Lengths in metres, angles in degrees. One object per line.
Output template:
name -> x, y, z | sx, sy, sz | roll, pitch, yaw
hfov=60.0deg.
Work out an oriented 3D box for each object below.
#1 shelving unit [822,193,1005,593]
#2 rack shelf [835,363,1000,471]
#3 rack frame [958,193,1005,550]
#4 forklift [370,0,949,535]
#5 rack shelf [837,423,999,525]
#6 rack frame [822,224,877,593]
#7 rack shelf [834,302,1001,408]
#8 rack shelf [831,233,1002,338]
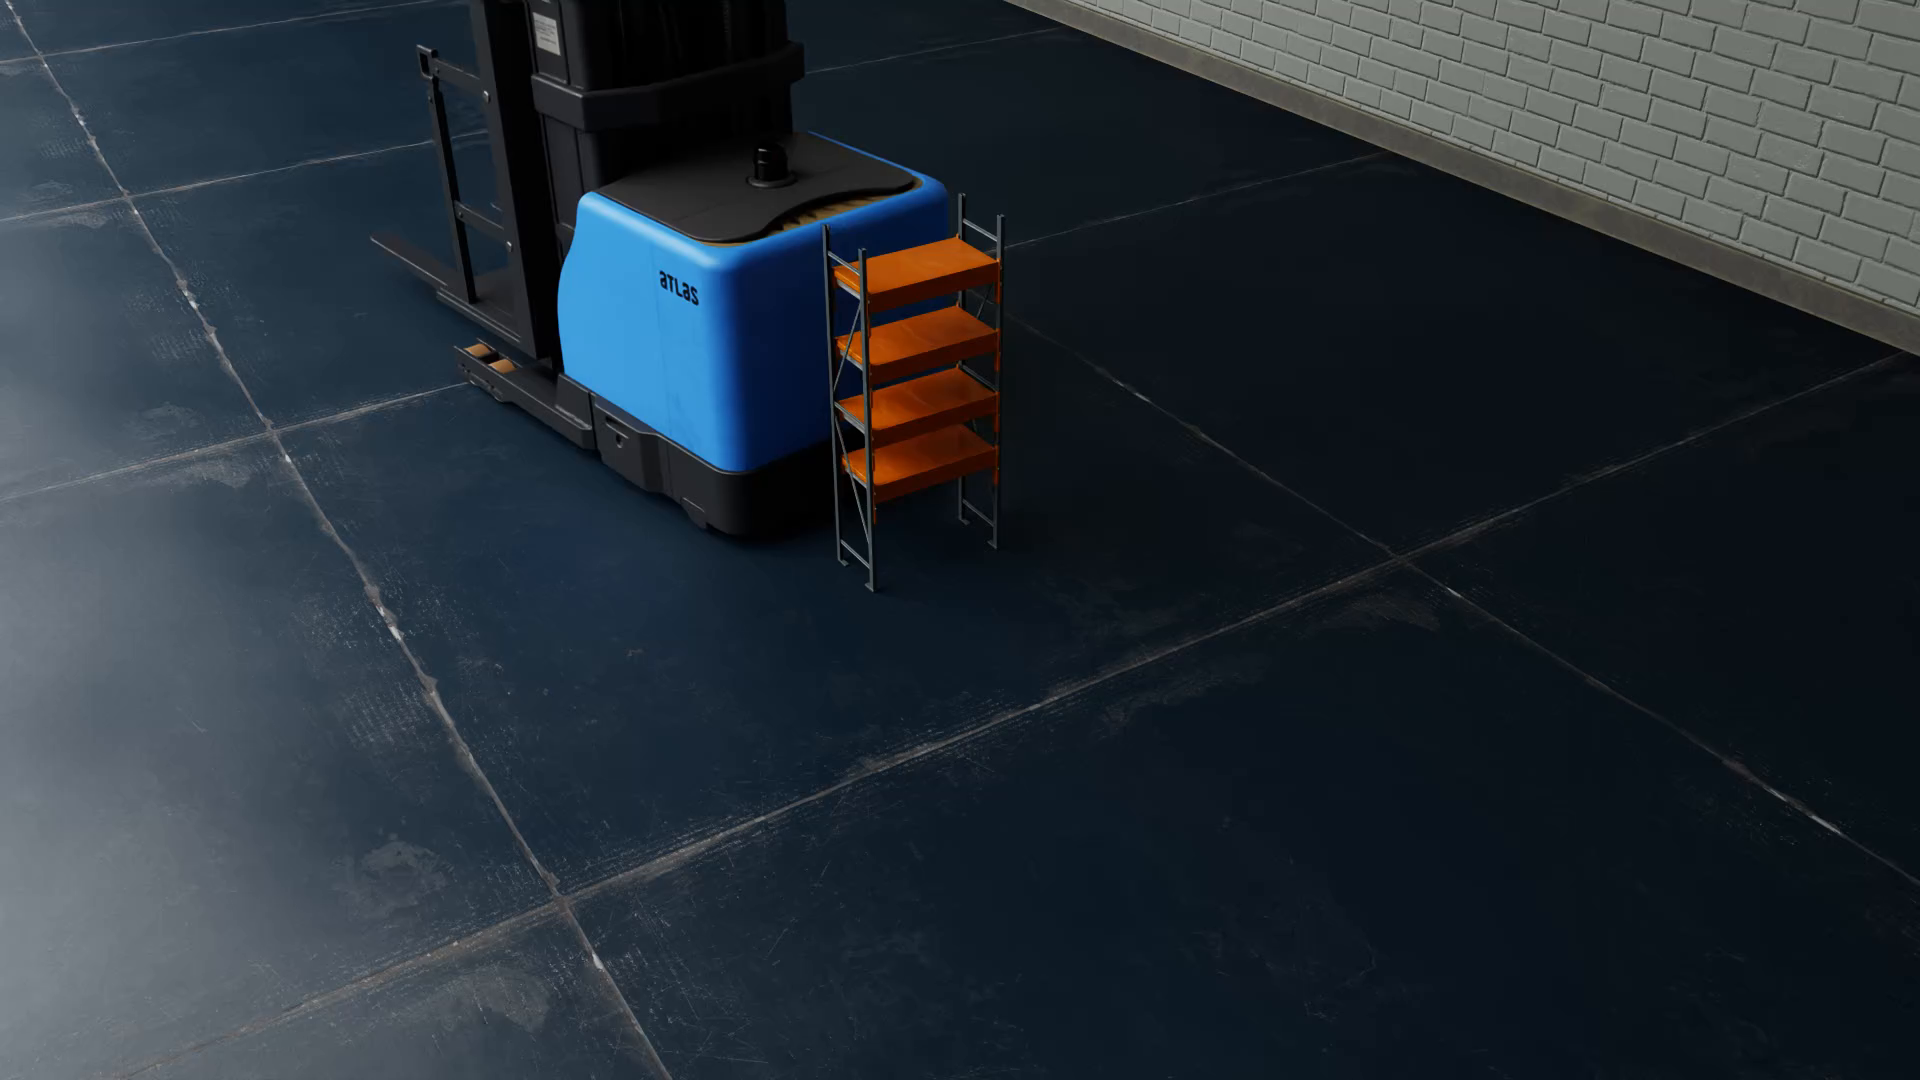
shelving unit -> -0.139, -0.460, 5.354 | 0.503, 1.200, 0.258 | -19, 37, -27
rack shelf -> -0.139, -0.403, 5.390 | 0.480, 0.148, 0.258 | -19, 37, -27
rack frame -> 0.066, -0.530, 5.466 | 0.015, 1.200, 0.240 | -19, 37, -27
forklift -> -1.393, -1.954, 6.100 | 1.130, 2.935, 3.031 | -26, 41, -35
rack shelf -> -0.139, -0.235, 5.496 | 0.480, 0.148, 0.258 | -19, 37, -27
rack frame -> -0.344, -0.389, 5.242 | 0.015, 1.200, 0.240 | -19, 37, -27
rack shelf -> -0.139, -0.592, 5.271 | 0.480, 0.148, 0.258 | -19, 37, -27
rack shelf -> -0.139, -0.792, 5.144 | 0.480, 0.148, 0.258 | -19, 37, -27
